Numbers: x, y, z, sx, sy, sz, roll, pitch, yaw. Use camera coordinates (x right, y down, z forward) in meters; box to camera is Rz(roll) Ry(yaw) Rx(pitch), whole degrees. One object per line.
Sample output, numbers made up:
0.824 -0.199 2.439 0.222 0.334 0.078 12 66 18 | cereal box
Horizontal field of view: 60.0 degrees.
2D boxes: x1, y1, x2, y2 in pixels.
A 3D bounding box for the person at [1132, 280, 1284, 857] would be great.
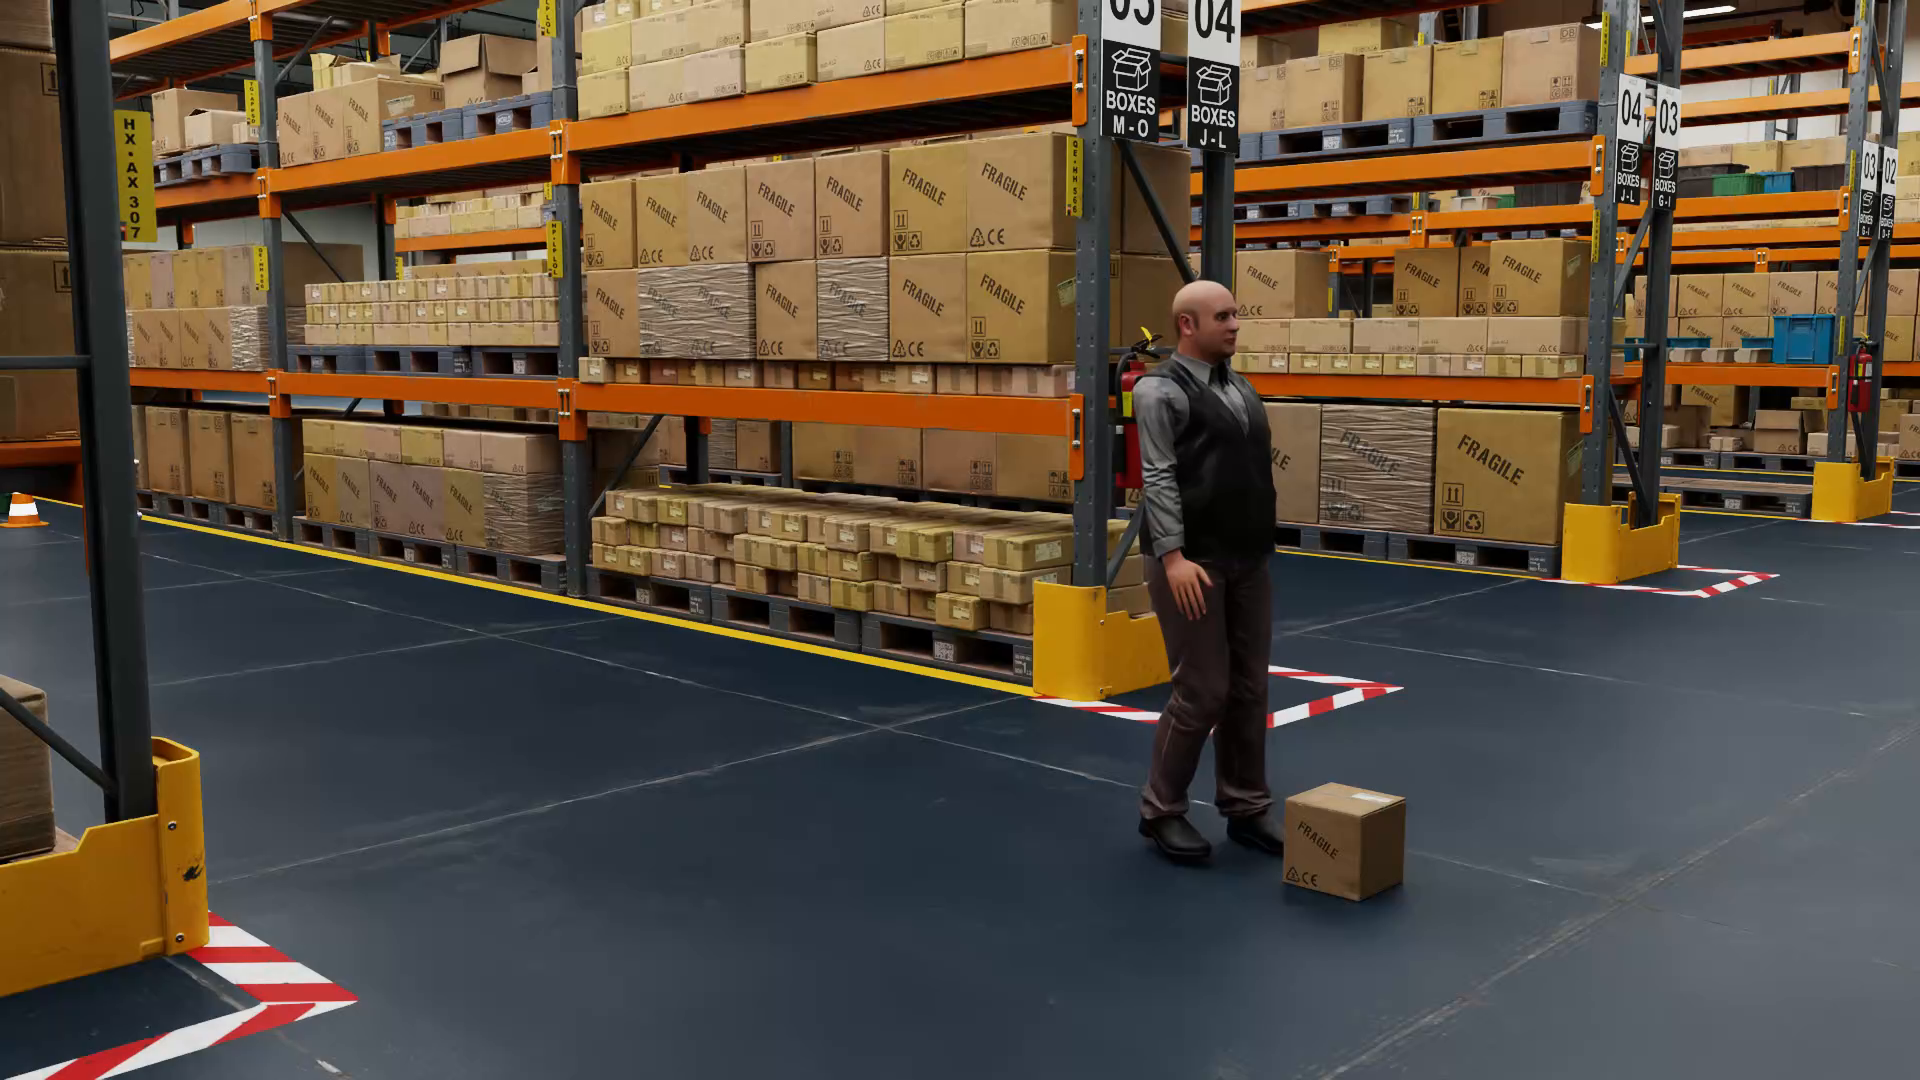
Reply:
0.792 0.090 5.020 0.572 1.733 0.480 -6 9 -40 | person
